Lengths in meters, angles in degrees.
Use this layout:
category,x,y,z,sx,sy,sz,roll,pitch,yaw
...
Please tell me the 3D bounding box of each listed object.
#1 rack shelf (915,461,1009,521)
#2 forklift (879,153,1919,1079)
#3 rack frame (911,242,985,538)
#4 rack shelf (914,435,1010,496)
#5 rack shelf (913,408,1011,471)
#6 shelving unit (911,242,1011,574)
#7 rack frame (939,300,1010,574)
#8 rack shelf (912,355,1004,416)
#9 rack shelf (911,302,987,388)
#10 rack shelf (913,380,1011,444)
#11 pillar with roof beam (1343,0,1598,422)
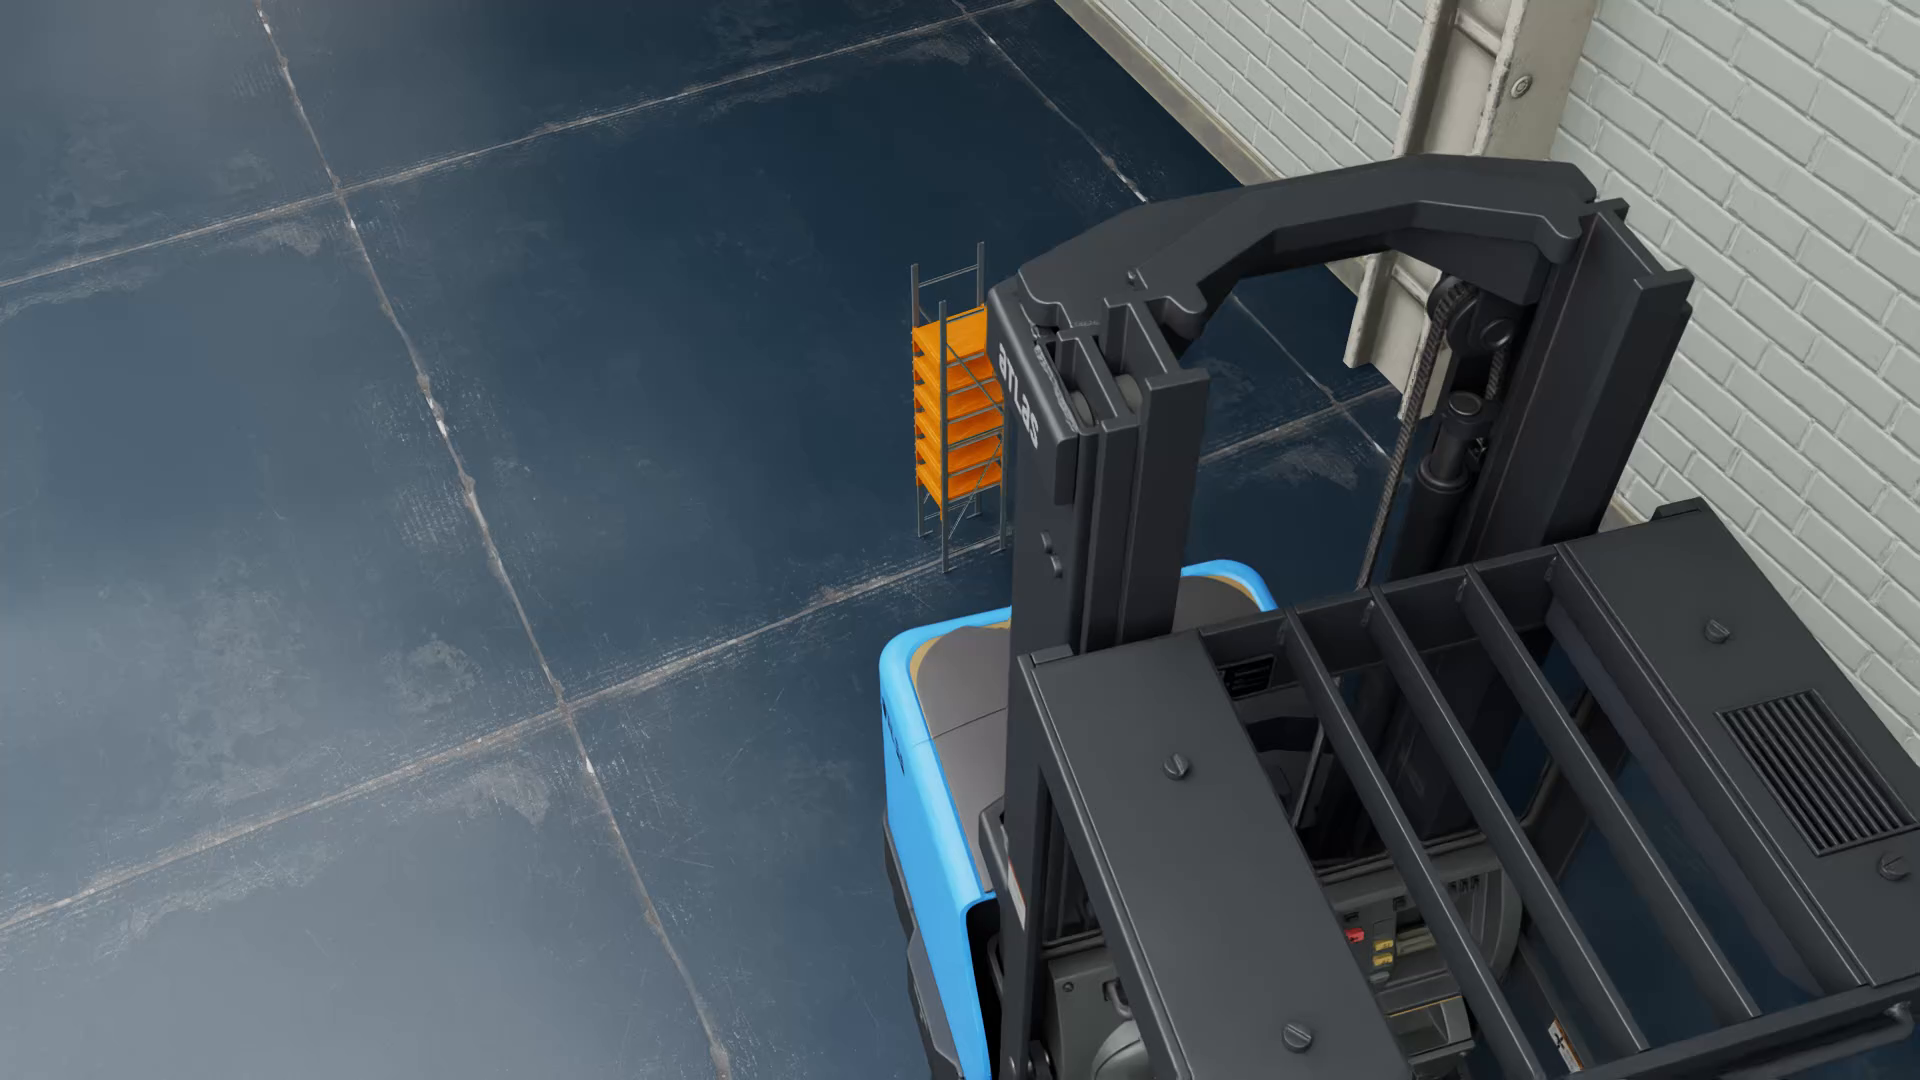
category,x,y,z,sx,sy,sz,roll,pitch,yaw
rack shelf,0.007,-0.198,5.504,0.258,0.103,0.180,-21,52,-18
forklift,0.684,0.944,2.977,1.130,2.935,3.031,-12,50,-11
rack frame,-0.035,-0.447,5.343,0.240,1.200,0.006,-21,52,-18
rack shelf,0.007,-0.277,5.414,0.258,0.103,0.180,-21,52,-18
rack shelf,0.007,-0.356,5.323,0.258,0.103,0.180,-21,52,-18
shelving unit,0.007,-0.385,5.290,0.258,1.200,0.189,-21,52,-18
rack frame,0.049,-0.324,5.236,0.240,1.200,0.006,-21,52,-18
rack shelf,0.007,-0.514,5.143,0.258,0.103,0.180,-21,52,-18
rack shelf,0.007,-0.593,5.052,0.258,0.103,0.180,-21,52,-18
rack shelf,0.007,-0.435,5.233,0.258,0.103,0.180,-21,52,-18
pillar with roof beam,-2.141,-2.089,1.599,9.100,9.000,0.400,-21,52,-18
